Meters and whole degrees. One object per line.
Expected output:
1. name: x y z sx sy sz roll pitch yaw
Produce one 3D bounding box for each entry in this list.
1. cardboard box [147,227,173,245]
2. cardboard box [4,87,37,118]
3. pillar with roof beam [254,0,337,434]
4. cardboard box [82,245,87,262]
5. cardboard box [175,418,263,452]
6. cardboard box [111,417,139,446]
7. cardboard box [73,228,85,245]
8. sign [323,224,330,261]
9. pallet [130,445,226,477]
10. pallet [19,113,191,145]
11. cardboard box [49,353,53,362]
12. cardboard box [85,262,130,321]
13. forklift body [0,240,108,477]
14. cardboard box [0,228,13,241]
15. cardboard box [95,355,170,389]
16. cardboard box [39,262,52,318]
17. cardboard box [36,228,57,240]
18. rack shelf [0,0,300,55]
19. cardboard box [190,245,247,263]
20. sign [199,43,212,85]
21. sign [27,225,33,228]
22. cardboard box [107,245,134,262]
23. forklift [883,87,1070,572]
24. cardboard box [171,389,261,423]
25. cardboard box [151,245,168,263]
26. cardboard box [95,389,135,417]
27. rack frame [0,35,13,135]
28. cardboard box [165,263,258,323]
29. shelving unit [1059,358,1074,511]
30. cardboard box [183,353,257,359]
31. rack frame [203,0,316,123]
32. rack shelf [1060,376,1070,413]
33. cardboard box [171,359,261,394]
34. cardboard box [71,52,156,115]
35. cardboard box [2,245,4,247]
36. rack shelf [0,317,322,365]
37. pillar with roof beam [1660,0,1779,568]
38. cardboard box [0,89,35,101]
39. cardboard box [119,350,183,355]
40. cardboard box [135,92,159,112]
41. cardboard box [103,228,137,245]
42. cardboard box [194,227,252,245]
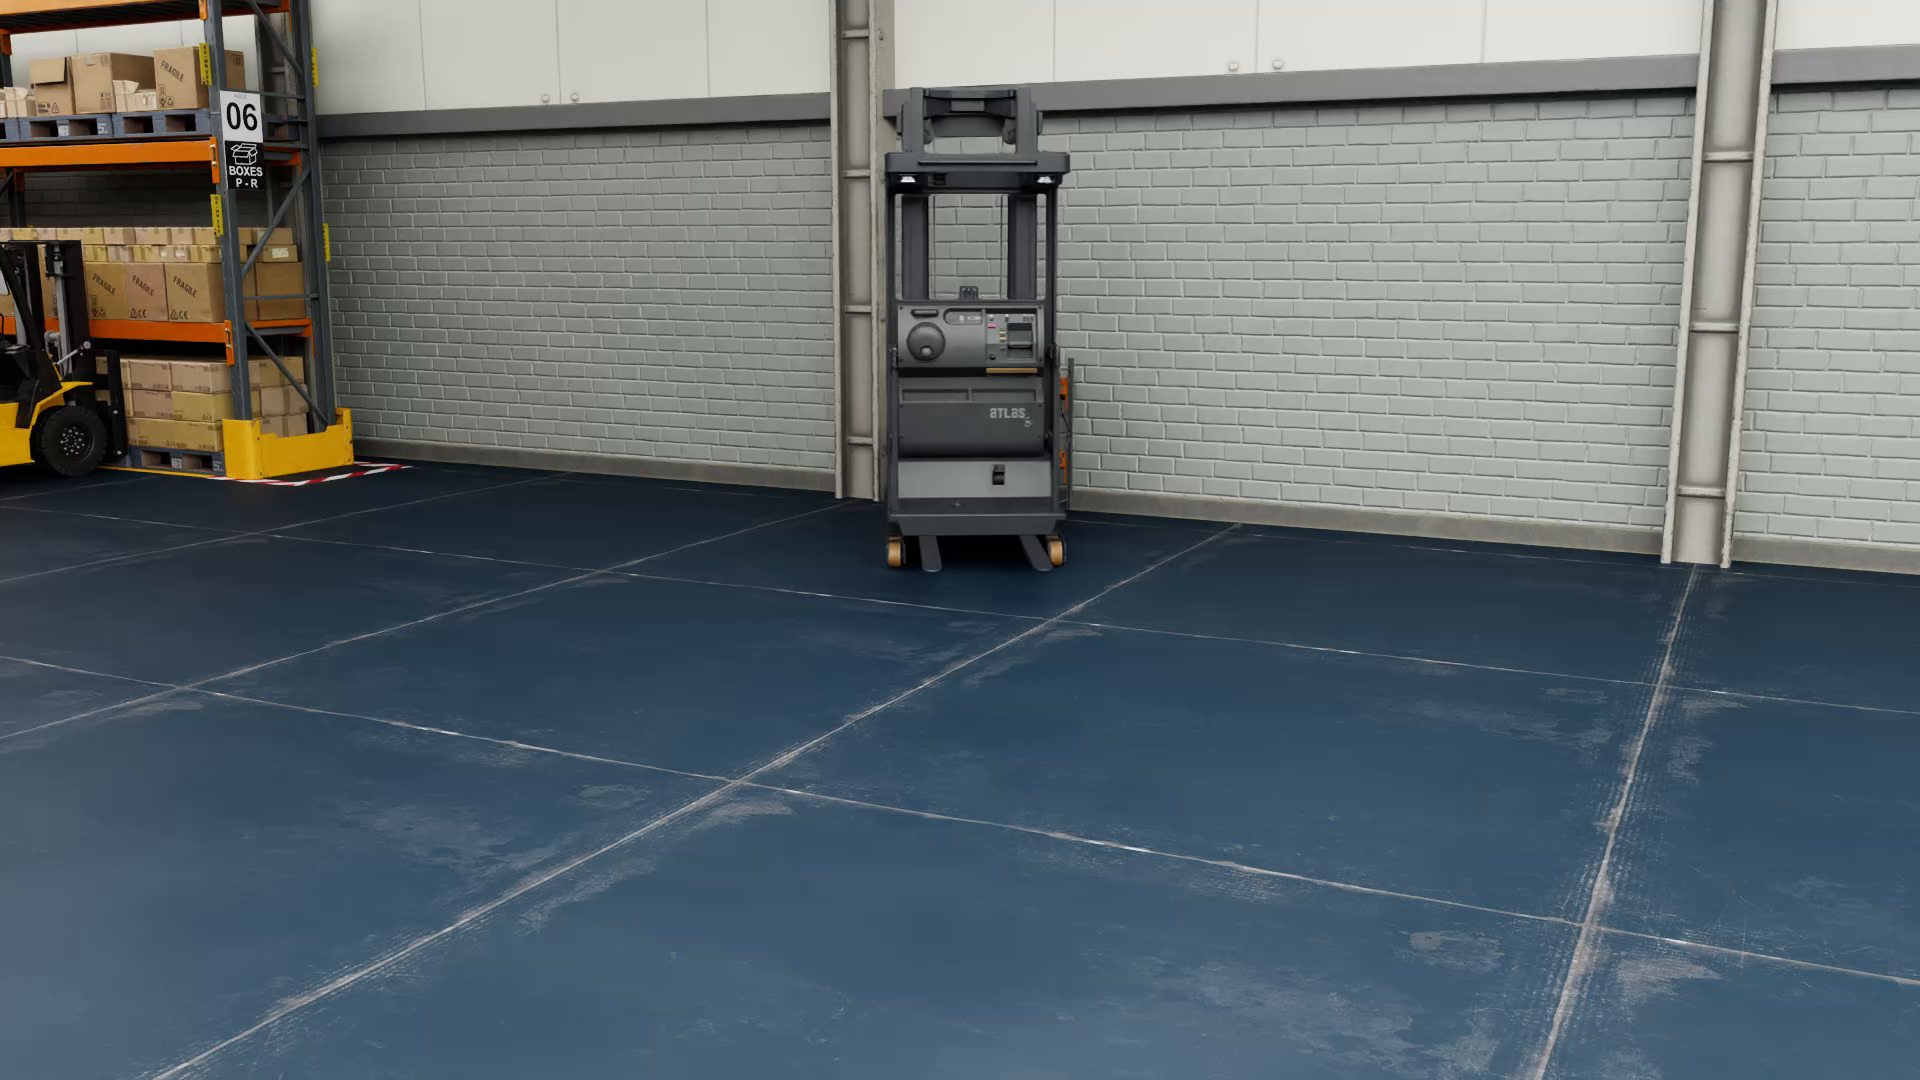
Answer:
1. cardboard box: -6.786 -2.630 14.400 0.250 0.149 0.380 5 12 27
2. cardboard box: -8.280 -3.905 14.879 0.258 0.266 0.396 5 11 24
3. pillar with roof beam: -8.020 -4.553 11.119 0.400 9.000 9.100 5 11 26
4. cardboard box: -7.670 -2.572 14.916 0.250 0.149 0.380 5 11 25
5. cardboard box: -6.451 -0.930 14.487 0.500 0.250 0.500 5 11 26
6. cardboard box: -7.337 -1.011 14.937 0.500 0.250 0.500 5 11 26
7. cardboard box: -7.683 -2.719 14.893 0.250 0.149 0.380 5 11 27
8. sign: -5.639 -2.643 14.757 0.005 0.325 0.100 5 11 26
9. pallet: -6.594 -0.771 14.898 1.213 0.211 1.003 5 11 26
10. pallet: -7.611 -3.678 14.955 1.213 0.211 1.003 5 11 26
11. cardboard box: -8.277 -1.583 15.288 0.500 0.250 0.500 5 12 28
12. cardboard box: -7.368 -2.218 14.784 0.500 0.500 0.500 5 11 25
13. forklift body: -8.398 -1.530 13.645 1.214 2.155 2.313 5 11 26
14. cardboard box: -8.630 -2.786 15.261 0.250 0.149 0.380 5 12 27
15. cardboard box: -7.358 -1.499 14.825 0.500 0.250 0.500 5 11 27
16. cardboard box: -8.266 -2.299 15.231 0.500 0.500 0.500 5 11 25
17. cardboard box: -8.132 -2.758 15.110 0.250 0.149 0.380 5 11 26
18. rack shelf: -7.683 -4.648 14.790 4.000 0.370 1.077 5 11 26
19. cardboard box: -6.325 -2.441 14.191 0.250 0.149 0.380 5 11 27
20. sign: -6.142 -3.877 13.542 0.005 0.325 0.100 5 11 26
21. sign: -9.233 -2.959 16.501 0.005 0.325 0.100 5 11 26
22. cardboard box: -7.250 -2.521 14.635 0.250 0.149 0.380 5 11 24
23. forklift: 0.082 -1.325 10.324 1.130 2.935 3.031 0 10 -3
24. cardboard box: -6.465 -1.178 14.453 0.500 0.250 0.500 5 11 25
25. cardboard box: -6.773 -2.486 14.443 0.250 0.149 0.380 5 12 27
26. cardboard box: -7.382 -1.256 14.887 0.500 0.250 0.500 5 11 25
27. rack frame: -9.477 -5.357 15.561 0.127 3.000 1.000 5 11 26
28. cardboard box: -6.447 -2.136 14.327 0.500 0.500 0.500 5 11 25
29. shelving unit: 0.258 -0.788 12.338 1.048 1.125 0.538 4 9 25
30. cardboard box: -6.687 -1.542 15.063 0.500 0.250 0.500 5 11 26
31. rack frame: -5.890 -5.042 13.819 0.127 3.000 1.000 5 11 26
32. rack shelf: 0.259 -1.078 12.297 1.000 0.278 0.538 4 9 25
33. cardboard box: -6.441 -1.422 14.397 0.500 0.250 0.500 5 12 28
34. cardboard box: -7.269 -3.963 14.543 0.500 0.500 0.700 5 11 26
35. cardboard box: -8.640 -2.639 15.284 0.250 0.149 0.380 5 12 27
36. rack shelf: -7.683 -1.893 15.288 4.000 0.370 1.077 5 11 26
37. pillar with roof beam: 2.741 -3.607 5.894 0.400 9.000 9.100 5 11 26
38. cardboard box: -8.839 -3.988 15.212 0.500 0.311 0.500 5 12 27
39. cardboard box: -7.587 -1.625 15.519 0.500 0.250 0.500 5 11 25
40. cardboard box: -6.767 -3.715 14.155 0.250 0.149 0.380 5 11 24
41. cardboard box: -7.259 -2.664 14.590 0.250 0.149 0.380 5 12 27
42. cardboard box: -6.304 -2.599 14.230 0.250 0.149 0.380 5 11 26
